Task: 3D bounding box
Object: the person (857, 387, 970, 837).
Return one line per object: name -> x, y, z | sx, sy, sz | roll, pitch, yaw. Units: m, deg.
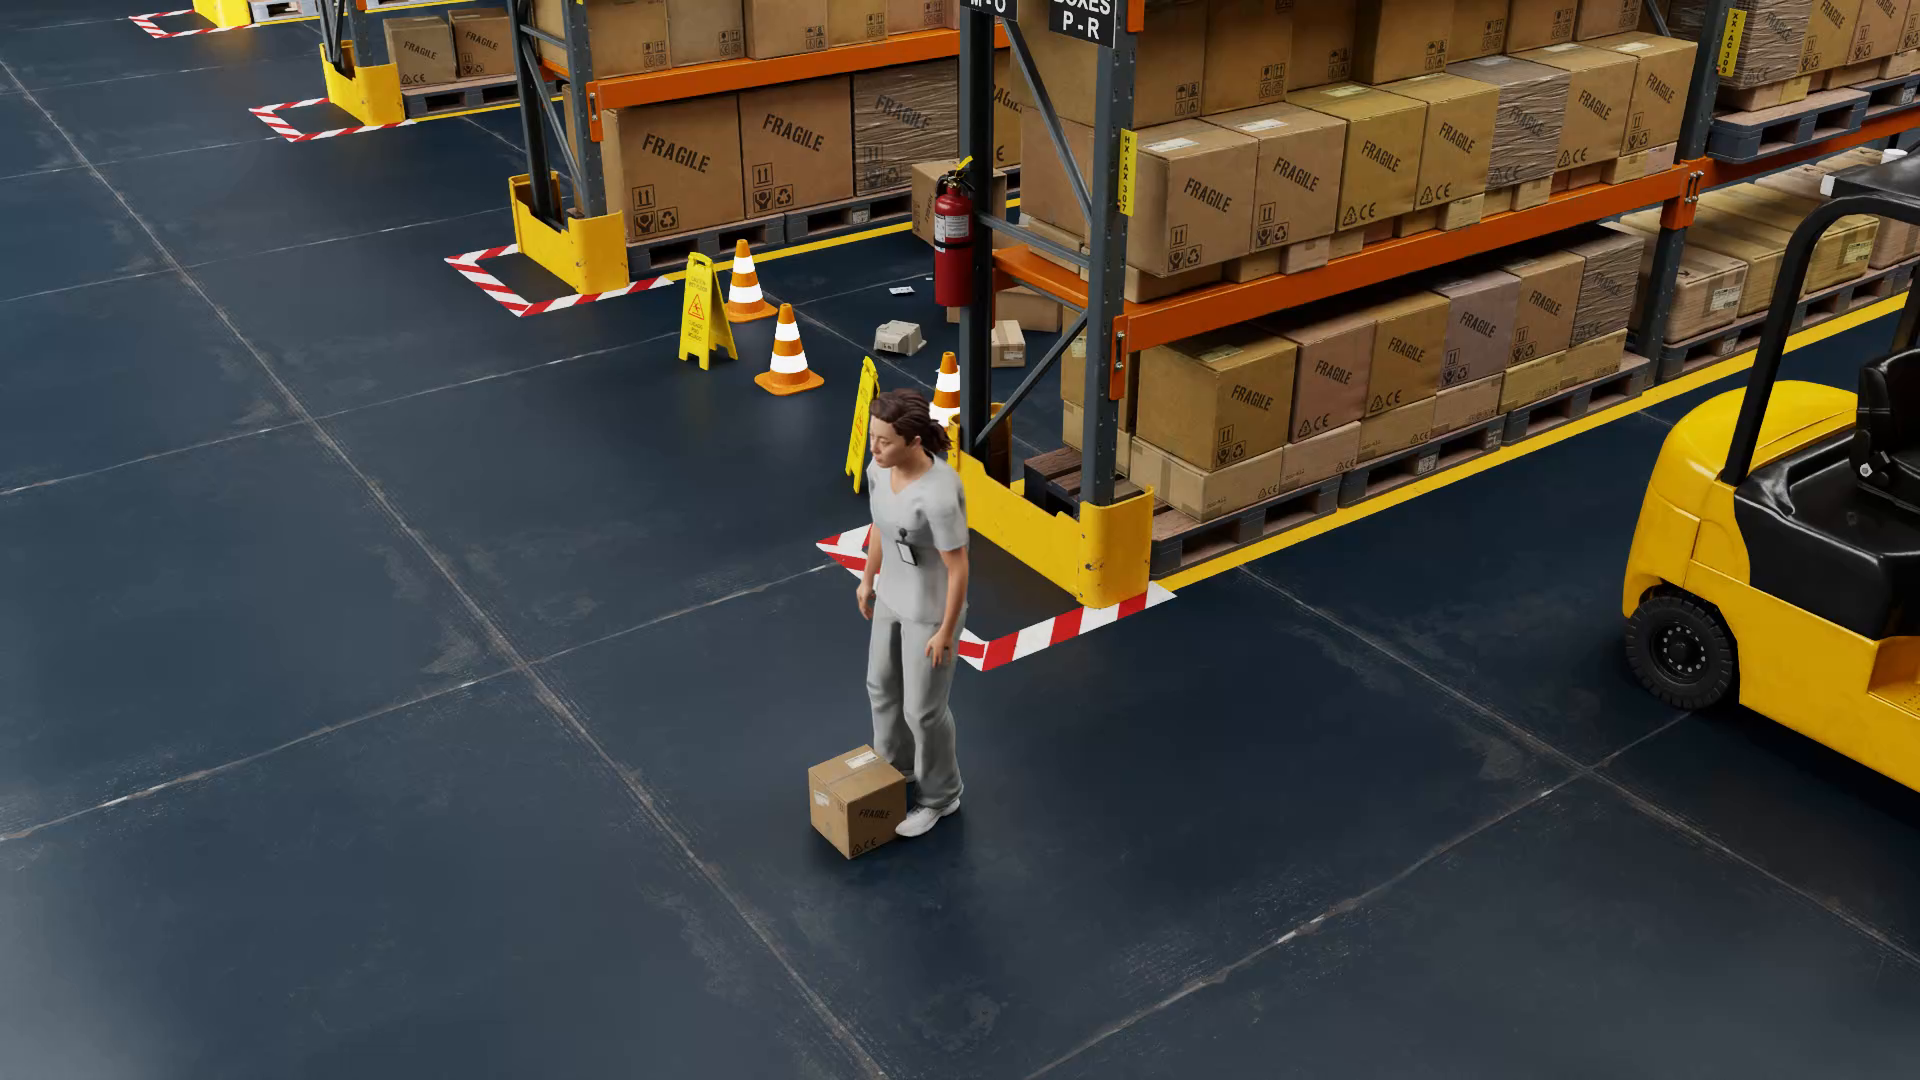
person -> -0.165, 0.233, 5.699 | 0.352, 1.673, 0.508 | -20, 35, -32
